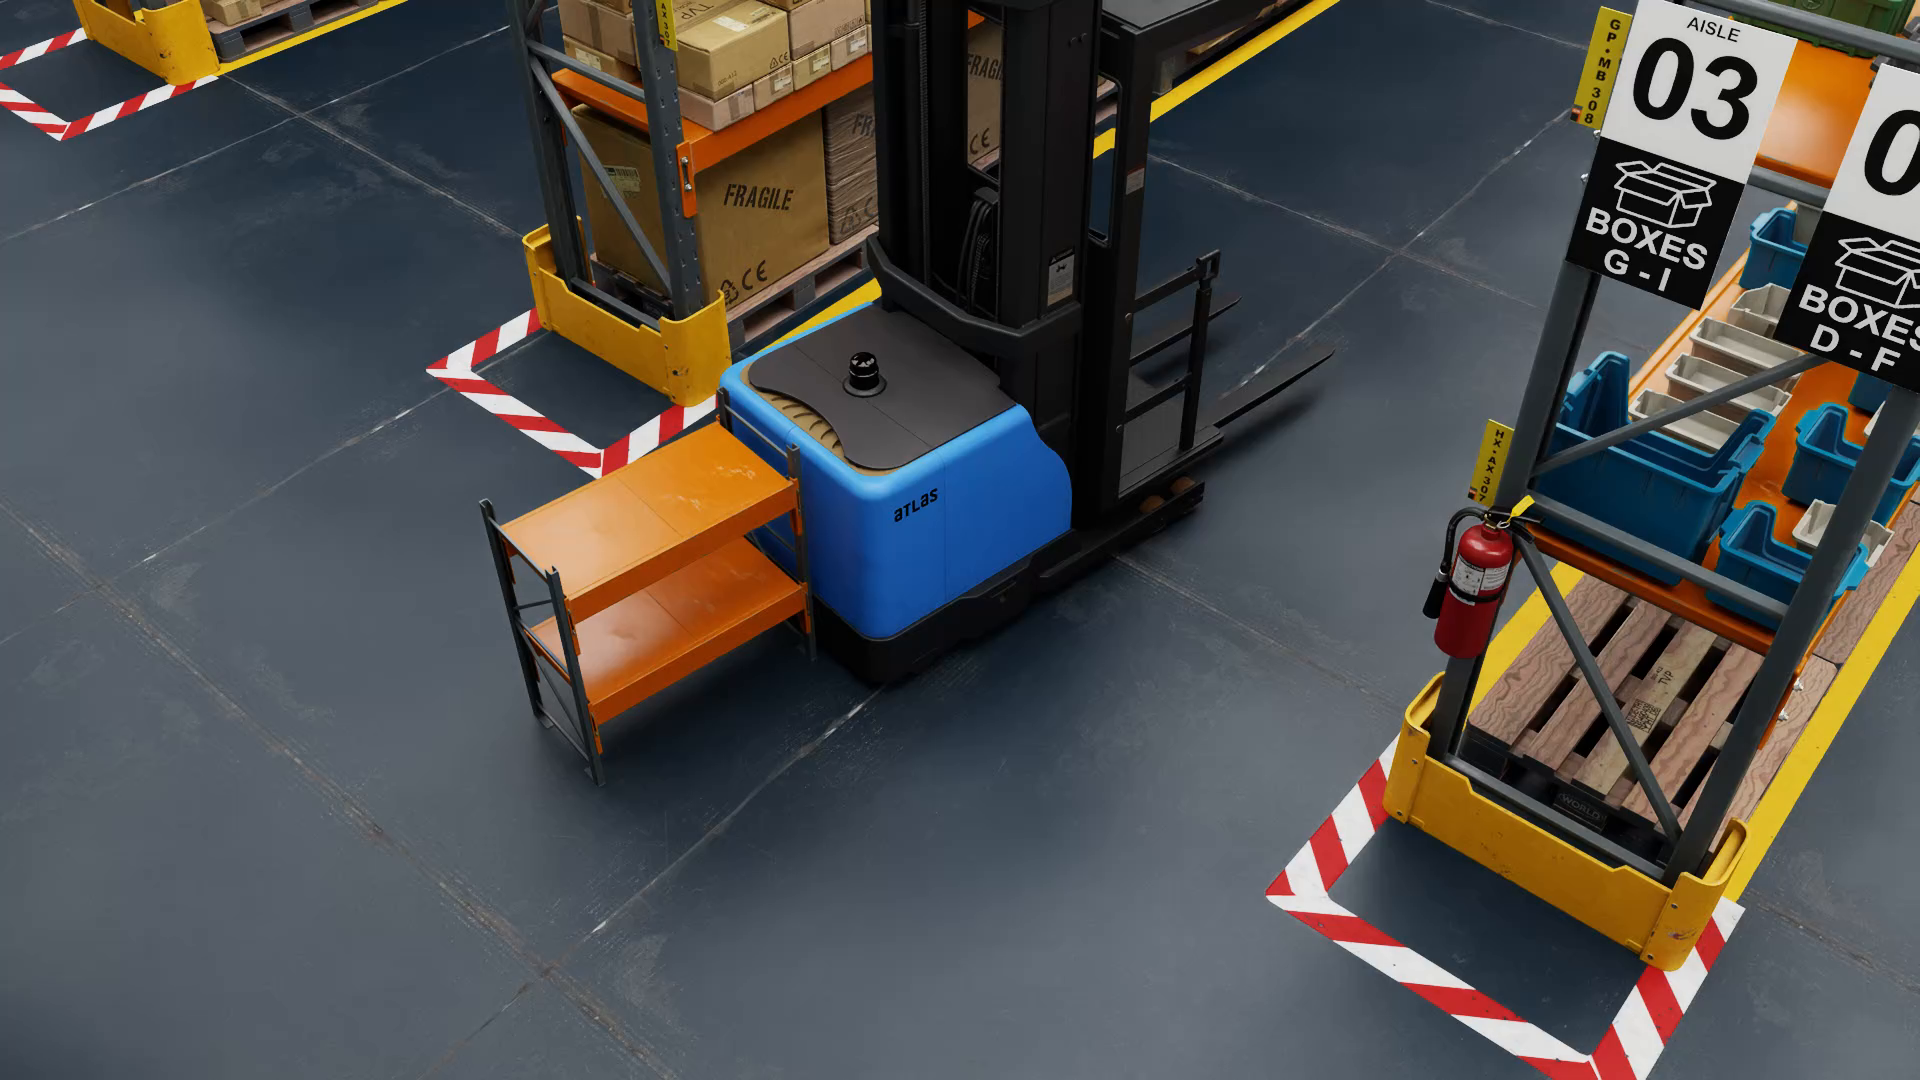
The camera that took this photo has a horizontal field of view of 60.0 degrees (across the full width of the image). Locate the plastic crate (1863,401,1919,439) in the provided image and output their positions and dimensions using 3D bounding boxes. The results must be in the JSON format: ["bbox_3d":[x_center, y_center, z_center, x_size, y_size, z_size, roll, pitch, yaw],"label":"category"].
[{"bbox_3d":[3.259,-0.338,5.726,0.250,0.136,0.298,29,50,28],"label":"plastic crate"}]

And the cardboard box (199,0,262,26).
[{"bbox_3d":[-4.798,-3.526,10.887,0.380,0.149,0.250,31,50,29],"label":"cardboard box"}]

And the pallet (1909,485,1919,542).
[{"bbox_3d":[4.273,-0.582,7.916,1.003,0.211,1.213,29,50,28],"label":"pallet"}]

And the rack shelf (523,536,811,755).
[{"bbox_3d":[-1.151,0.359,6.565,1.000,0.278,0.538,-30,50,-29],"label":"rack shelf"}]

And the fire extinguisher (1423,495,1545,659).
[{"bbox_3d":[1.697,0.098,5.430,0.296,0.674,0.183,29,50,28],"label":"fire extinguisher"}]

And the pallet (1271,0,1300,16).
[{"bbox_3d":[2.149,-4.183,11.876,1.003,0.211,1.213,29,50,28],"label":"pallet"}]

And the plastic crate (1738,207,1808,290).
[{"bbox_3d":[3.267,-1.079,6.469,0.416,0.233,0.300,29,50,28],"label":"plastic crate"}]

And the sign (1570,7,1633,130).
[{"bbox_3d":[1.710,-1.251,4.426,0.100,0.325,0.005,29,50,28],"label":"sign"}]

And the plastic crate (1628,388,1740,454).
[{"bbox_3d":[2.528,-0.373,5.764,0.396,0.136,0.243,29,50,28],"label":"plastic crate"}]

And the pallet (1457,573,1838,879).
[{"bbox_3d":[2.702,0.674,6.534,1.003,0.211,1.213,29,50,28],"label":"pallet"}]

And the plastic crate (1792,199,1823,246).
[{"bbox_3d":[3.592,-1.281,6.655,0.437,0.282,0.530,29,50,28],"label":"plastic crate"}]

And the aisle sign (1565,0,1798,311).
[{"bbox_3d":[1.871,-1.002,4.372,0.394,0.787,0.004,29,50,28],"label":"aisle sign"}]

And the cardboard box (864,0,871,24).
[{"bbox_3d":[-0.478,-2.807,8.180,0.500,0.250,0.500,28,49,27],"label":"cardboard box"}]

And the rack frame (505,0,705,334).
[{"bbox_3d":[-1.649,-2.094,7.506,1.000,3.000,0.127,29,50,28],"label":"rack frame"}]

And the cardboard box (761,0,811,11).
[{"bbox_3d":[-0.812,-2.814,7.630,0.500,0.500,0.500,28,49,28],"label":"cardboard box"}]

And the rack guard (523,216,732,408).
[{"bbox_3d":[-1.665,-1.157,8.333,1.175,0.500,0.348,29,50,28],"label":"rack guard"}]

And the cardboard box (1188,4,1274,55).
[{"bbox_3d":[1.322,-3.861,10.717,1.225,0.875,0.875,30,50,29],"label":"cardboard box"}]

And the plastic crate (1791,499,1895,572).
[{"bbox_3d":[2.823,0.011,5.341,0.250,0.136,0.298,29,50,28],"label":"plastic crate"}]

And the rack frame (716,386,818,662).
[{"bbox_3d":[-0.765,-0.045,6.646,0.032,1.125,0.500,-30,50,-29],"label":"rack frame"}]

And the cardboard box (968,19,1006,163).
[{"bbox_3d":[-0.140,-2.755,9.499,0.875,0.875,0.875,29,50,28],"label":"cardboard box"}]

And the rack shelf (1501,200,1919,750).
[{"bbox_3d":[3.429,-0.714,6.522,1.077,0.370,4.000,29,50,28],"label":"rack shelf"}]

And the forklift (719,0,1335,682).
[{"bbox_3d":[0.475,-1.360,6.749,3.031,2.935,1.130,-30,50,-29],"label":"forklift"}]

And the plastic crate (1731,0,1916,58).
[{"bbox_3d":[2.558,-1.613,4.904,0.450,0.188,0.336,29,50,28],"label":"plastic crate"}]

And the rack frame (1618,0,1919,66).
[{"bbox_3d":[2.142,-2.170,3.129,1.000,3.000,0.127,29,50,28],"label":"rack frame"}]

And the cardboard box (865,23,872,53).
[{"bbox_3d":[-0.508,-2.571,8.217,0.380,0.149,0.250,29,49,28],"label":"cardboard box"}]

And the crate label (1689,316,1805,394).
[{"bbox_3d":[2.886,-0.670,6.091,0.396,0.136,0.243,29,50,28],"label":"crate label"}]

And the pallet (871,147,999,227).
[{"bbox_3d":[-0.409,-2.134,9.622,1.003,0.211,1.213,29,50,28],"label":"pallet"}]

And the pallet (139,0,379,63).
[{"bbox_3d":[-4.782,-3.704,11.349,1.003,0.211,1.213,29,50,28],"label":"pallet"}]

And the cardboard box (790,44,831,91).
[{"bbox_3d":[-0.840,-2.306,7.926,0.380,0.149,0.250,28,49,28],"label":"cardboard box"}]

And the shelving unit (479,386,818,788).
[{"bbox_3d":[-1.151,0.178,6.401,1.048,1.125,0.538,-30,50,-29],"label":"shelving unit"}]

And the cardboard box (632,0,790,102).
[{"bbox_3d":[-1.134,-2.279,7.600,0.500,0.250,0.500,28,49,27],"label":"cardboard box"}]

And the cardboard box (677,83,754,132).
[{"bbox_3d":[-1.168,-2.041,7.634,0.380,0.149,0.250,30,50,29],"label":"cardboard box"}]

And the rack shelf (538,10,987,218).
[{"bbox_3d":[-0.362,-2.858,8.881,1.077,0.370,4.000,29,50,28],"label":"rack shelf"}]

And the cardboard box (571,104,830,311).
[{"bbox_3d":[-1.298,-1.828,8.480,0.875,0.875,0.875,29,50,28],"label":"cardboard box"}]

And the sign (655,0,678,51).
[{"bbox_3d":[-1.228,-2.201,6.920,0.100,0.325,0.005,29,50,28],"label":"sign"}]
